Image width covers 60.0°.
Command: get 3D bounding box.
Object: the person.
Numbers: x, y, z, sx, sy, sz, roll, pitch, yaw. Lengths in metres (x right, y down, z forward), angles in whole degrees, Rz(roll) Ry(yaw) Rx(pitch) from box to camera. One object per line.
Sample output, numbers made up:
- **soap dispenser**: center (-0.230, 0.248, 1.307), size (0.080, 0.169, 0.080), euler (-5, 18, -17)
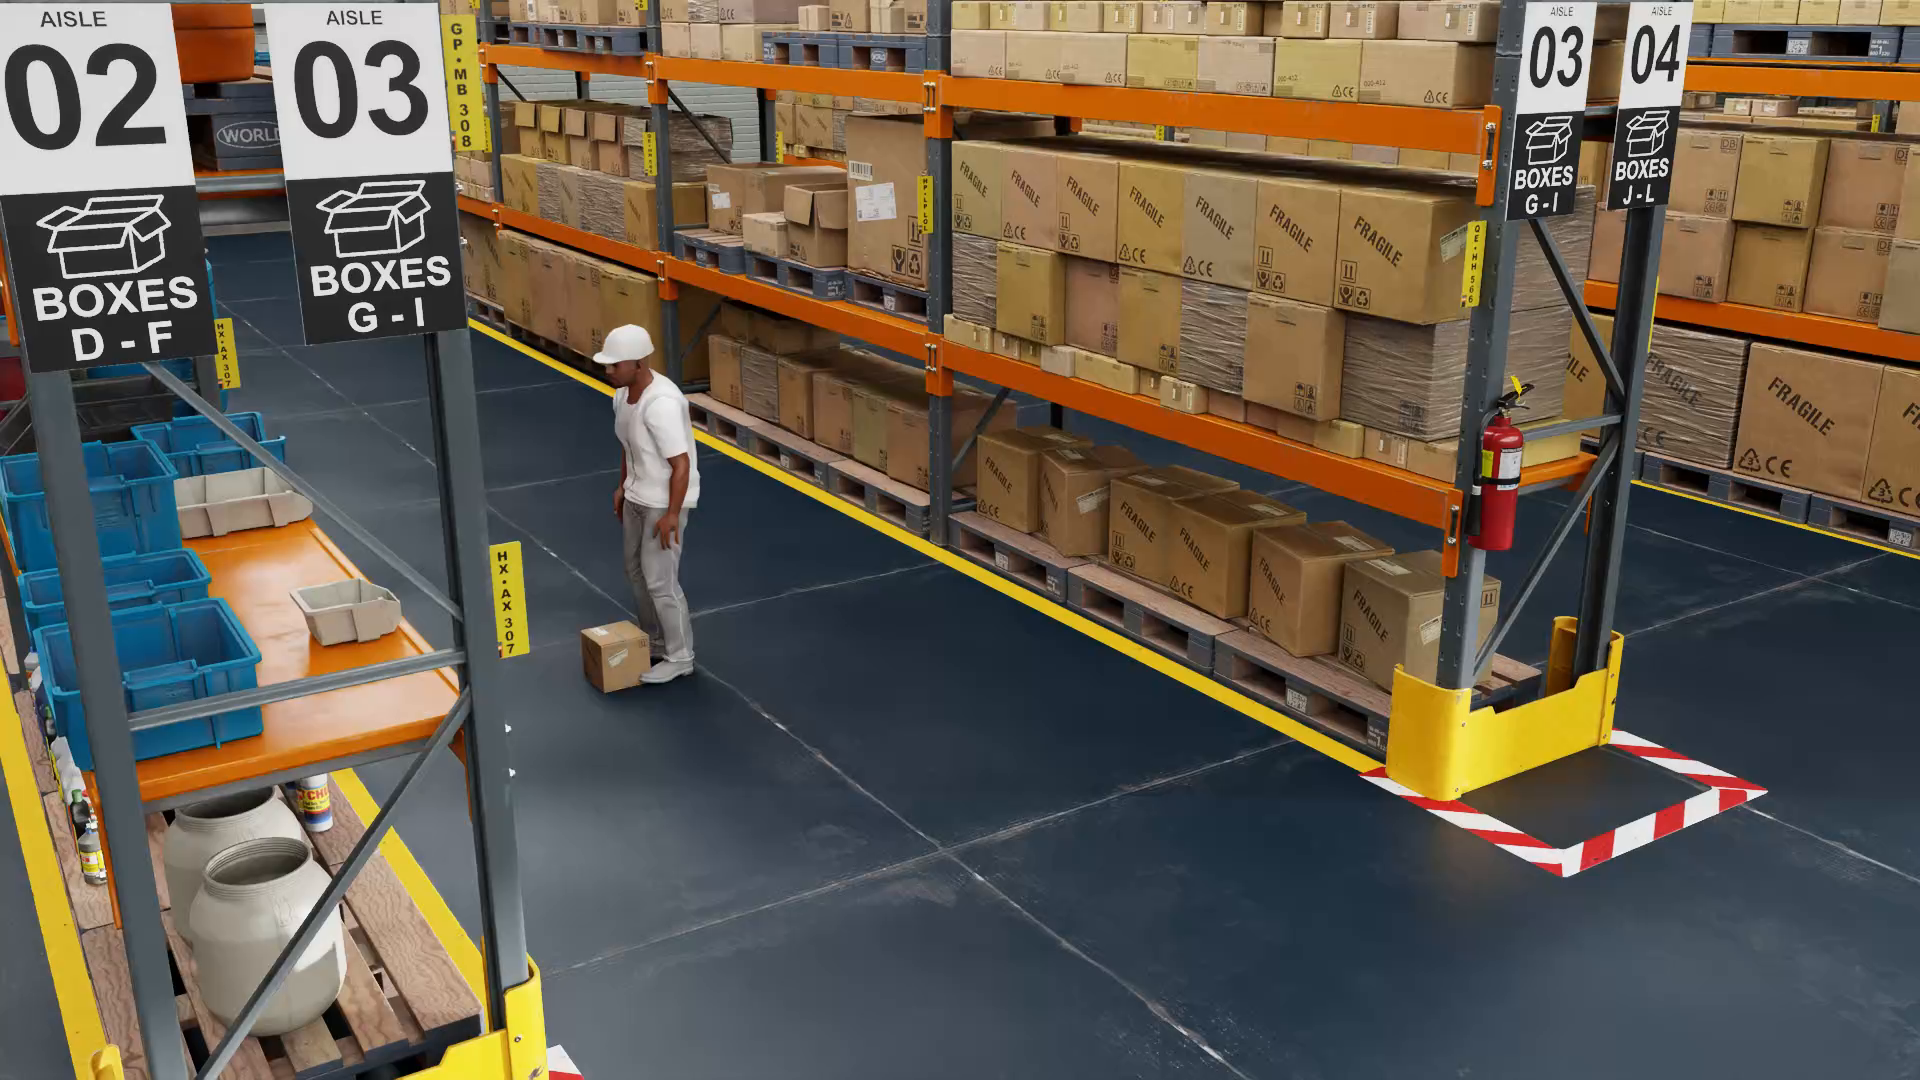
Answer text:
- **person**: center (-1.518, -0.185, 8.094), size (0.462, 1.761, 0.629), euler (-12, 21, -32)
